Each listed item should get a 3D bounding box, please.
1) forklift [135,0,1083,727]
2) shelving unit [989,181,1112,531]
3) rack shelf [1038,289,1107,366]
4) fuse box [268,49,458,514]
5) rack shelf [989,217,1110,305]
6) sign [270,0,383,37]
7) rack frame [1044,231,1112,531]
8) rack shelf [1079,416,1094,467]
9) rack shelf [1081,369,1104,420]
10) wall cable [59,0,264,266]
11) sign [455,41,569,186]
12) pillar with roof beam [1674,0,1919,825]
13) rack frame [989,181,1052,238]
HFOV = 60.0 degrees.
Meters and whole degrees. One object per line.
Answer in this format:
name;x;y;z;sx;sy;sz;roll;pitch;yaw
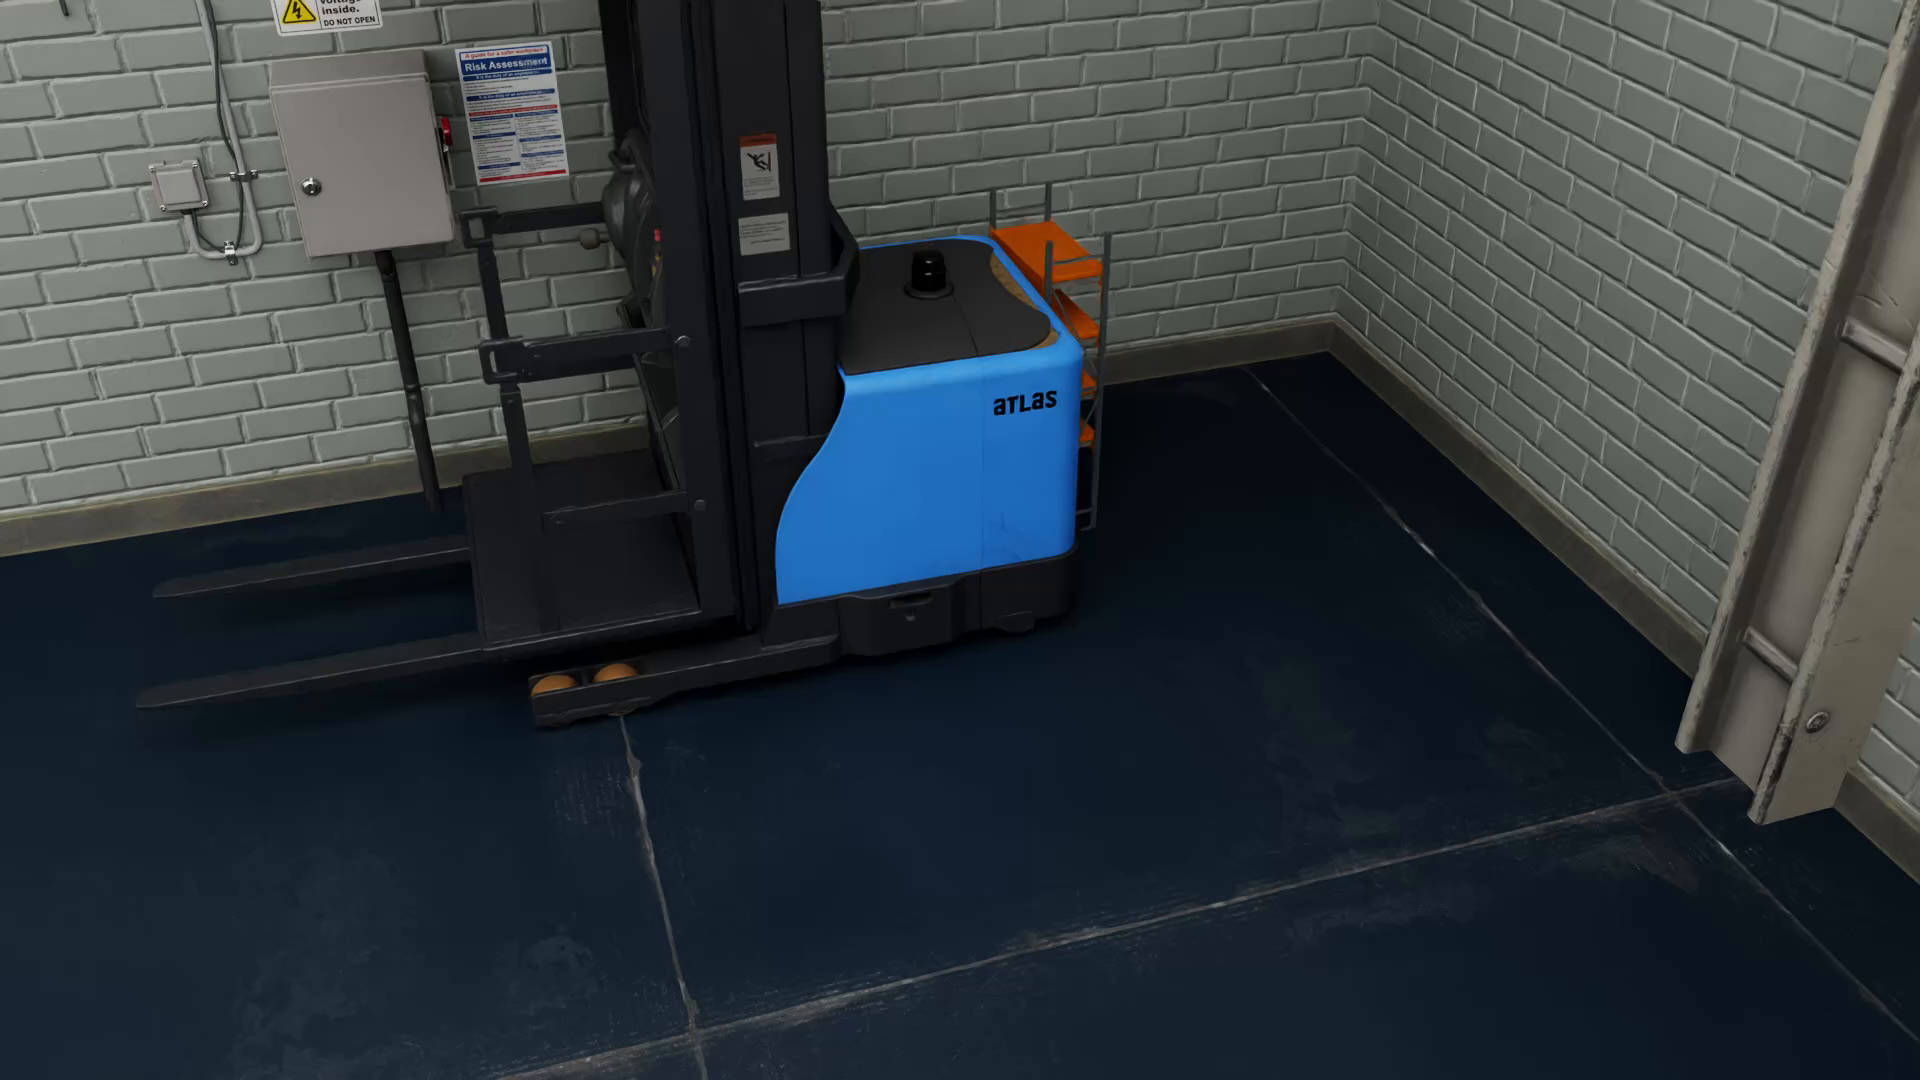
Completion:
forklift;-1.170;-0.949;5.027;3.031;2.935;1.130;-10;35;-14
shelving unit;0.312;-0.651;6.146;0.258;1.200;0.503;-12;35;-18
rack shelf;0.312;-0.781;6.060;0.258;0.148;0.480;-12;35;-18
fuse box;-1.991;-0.821;5.941;0.539;1.711;0.414;-10;35;-15
rack shelf;0.312;-0.978;5.929;0.258;0.148;0.480;-12;35;-18
sign;-2.107;-1.803;5.508;0.339;0.242;0.001;-10;35;-15
rack frame;0.403;-0.526;5.957;0.240;1.200;0.015;-12;35;-18
rack shelf;0.312;-0.429;6.293;0.258;0.148;0.480;-12;35;-18
rack shelf;0.312;-0.594;6.183;0.258;0.148;0.480;-12;35;-18
wall cable;-2.689;-1.751;5.257;0.588;1.984;0.122;-10;35;-15
sign;-1.584;-1.511;5.902;0.329;0.494;0.001;-10;35;-15
pillar with roof beam;-1.632;-2.308;1.581;9.100;9.000;0.400;-10;35;-15
rack frame;0.221;-0.775;6.335;0.240;1.200;0.015;-12;35;-18
